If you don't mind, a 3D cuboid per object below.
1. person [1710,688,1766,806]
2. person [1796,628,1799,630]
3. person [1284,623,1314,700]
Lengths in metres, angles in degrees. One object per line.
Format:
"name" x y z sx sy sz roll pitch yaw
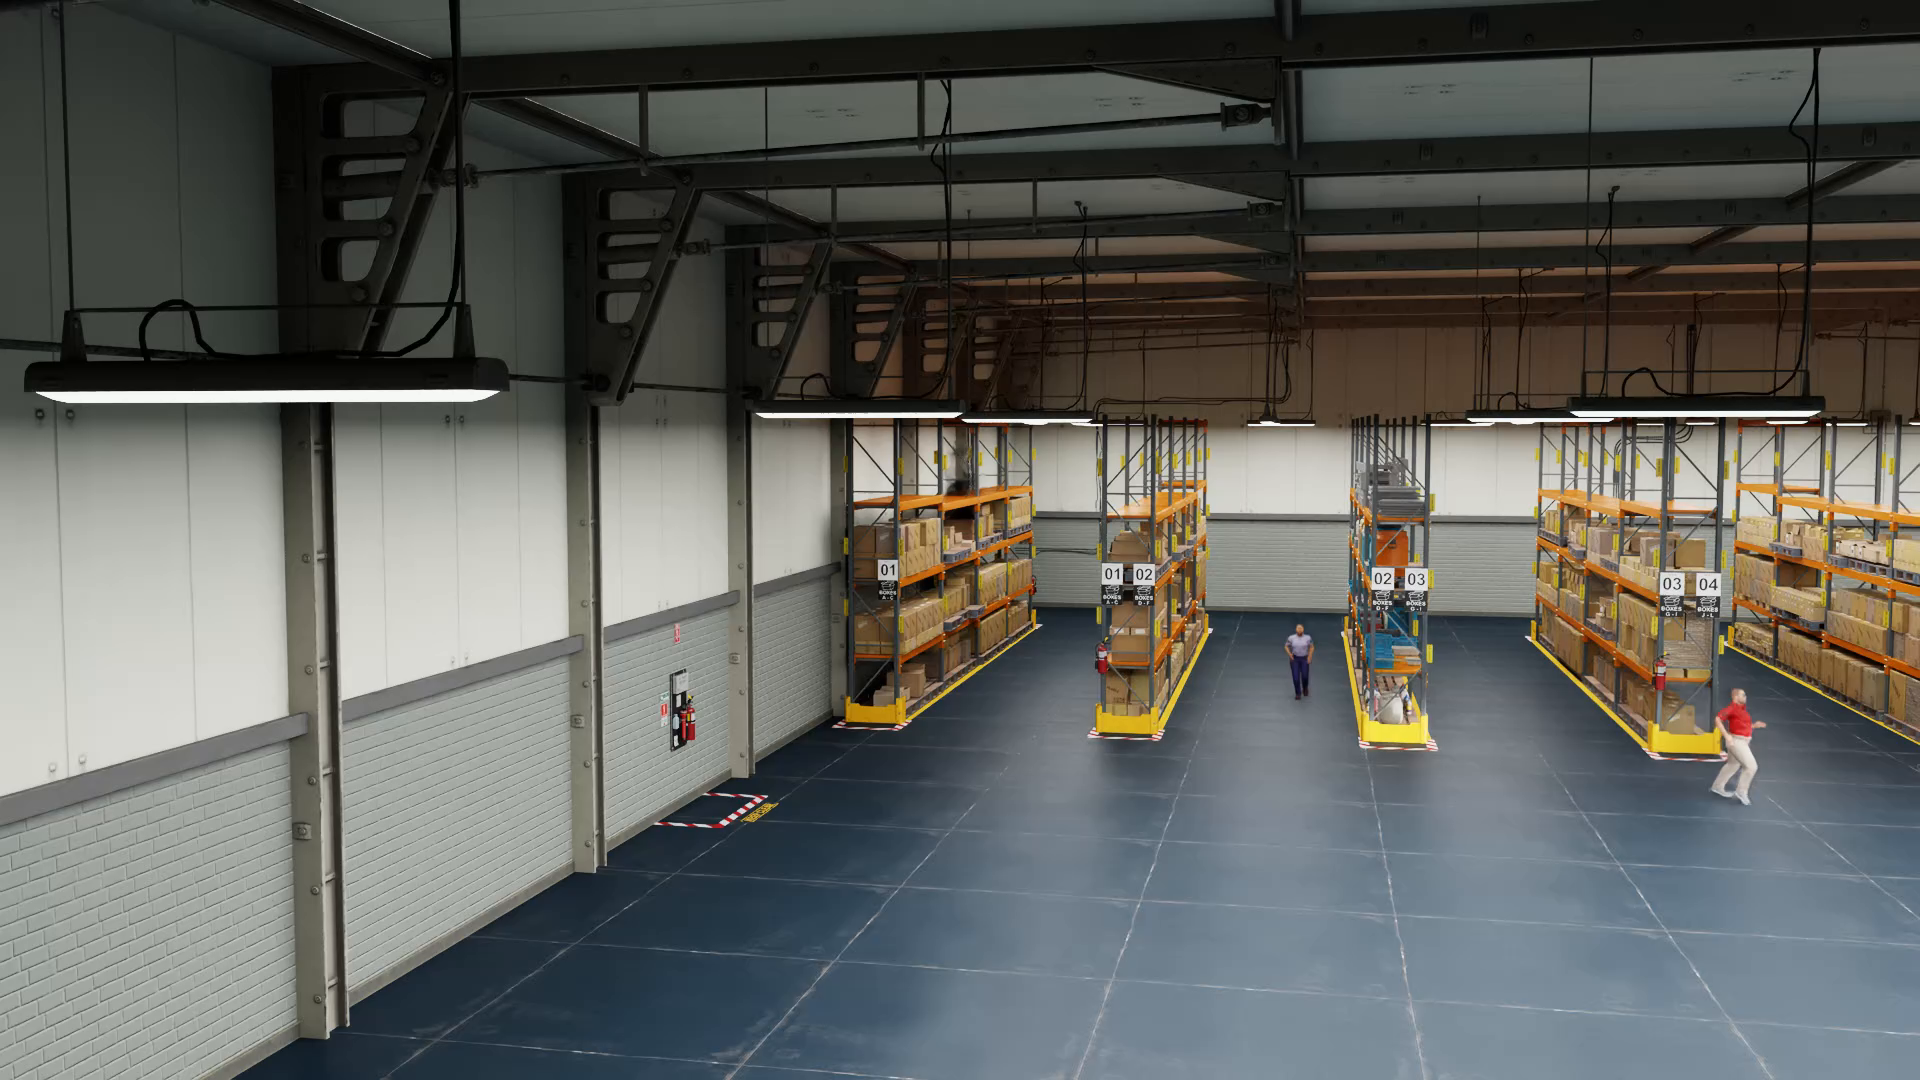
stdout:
"person" 11.943 3.176 25.514 0.754 1.794 0.631 3 5 34
"person" 22.293 1.929 43.997 0.728 1.772 0.797 -1 4 -16
"person" 7.185 2.617 35.260 0.609 1.527 0.525 1 4 12
